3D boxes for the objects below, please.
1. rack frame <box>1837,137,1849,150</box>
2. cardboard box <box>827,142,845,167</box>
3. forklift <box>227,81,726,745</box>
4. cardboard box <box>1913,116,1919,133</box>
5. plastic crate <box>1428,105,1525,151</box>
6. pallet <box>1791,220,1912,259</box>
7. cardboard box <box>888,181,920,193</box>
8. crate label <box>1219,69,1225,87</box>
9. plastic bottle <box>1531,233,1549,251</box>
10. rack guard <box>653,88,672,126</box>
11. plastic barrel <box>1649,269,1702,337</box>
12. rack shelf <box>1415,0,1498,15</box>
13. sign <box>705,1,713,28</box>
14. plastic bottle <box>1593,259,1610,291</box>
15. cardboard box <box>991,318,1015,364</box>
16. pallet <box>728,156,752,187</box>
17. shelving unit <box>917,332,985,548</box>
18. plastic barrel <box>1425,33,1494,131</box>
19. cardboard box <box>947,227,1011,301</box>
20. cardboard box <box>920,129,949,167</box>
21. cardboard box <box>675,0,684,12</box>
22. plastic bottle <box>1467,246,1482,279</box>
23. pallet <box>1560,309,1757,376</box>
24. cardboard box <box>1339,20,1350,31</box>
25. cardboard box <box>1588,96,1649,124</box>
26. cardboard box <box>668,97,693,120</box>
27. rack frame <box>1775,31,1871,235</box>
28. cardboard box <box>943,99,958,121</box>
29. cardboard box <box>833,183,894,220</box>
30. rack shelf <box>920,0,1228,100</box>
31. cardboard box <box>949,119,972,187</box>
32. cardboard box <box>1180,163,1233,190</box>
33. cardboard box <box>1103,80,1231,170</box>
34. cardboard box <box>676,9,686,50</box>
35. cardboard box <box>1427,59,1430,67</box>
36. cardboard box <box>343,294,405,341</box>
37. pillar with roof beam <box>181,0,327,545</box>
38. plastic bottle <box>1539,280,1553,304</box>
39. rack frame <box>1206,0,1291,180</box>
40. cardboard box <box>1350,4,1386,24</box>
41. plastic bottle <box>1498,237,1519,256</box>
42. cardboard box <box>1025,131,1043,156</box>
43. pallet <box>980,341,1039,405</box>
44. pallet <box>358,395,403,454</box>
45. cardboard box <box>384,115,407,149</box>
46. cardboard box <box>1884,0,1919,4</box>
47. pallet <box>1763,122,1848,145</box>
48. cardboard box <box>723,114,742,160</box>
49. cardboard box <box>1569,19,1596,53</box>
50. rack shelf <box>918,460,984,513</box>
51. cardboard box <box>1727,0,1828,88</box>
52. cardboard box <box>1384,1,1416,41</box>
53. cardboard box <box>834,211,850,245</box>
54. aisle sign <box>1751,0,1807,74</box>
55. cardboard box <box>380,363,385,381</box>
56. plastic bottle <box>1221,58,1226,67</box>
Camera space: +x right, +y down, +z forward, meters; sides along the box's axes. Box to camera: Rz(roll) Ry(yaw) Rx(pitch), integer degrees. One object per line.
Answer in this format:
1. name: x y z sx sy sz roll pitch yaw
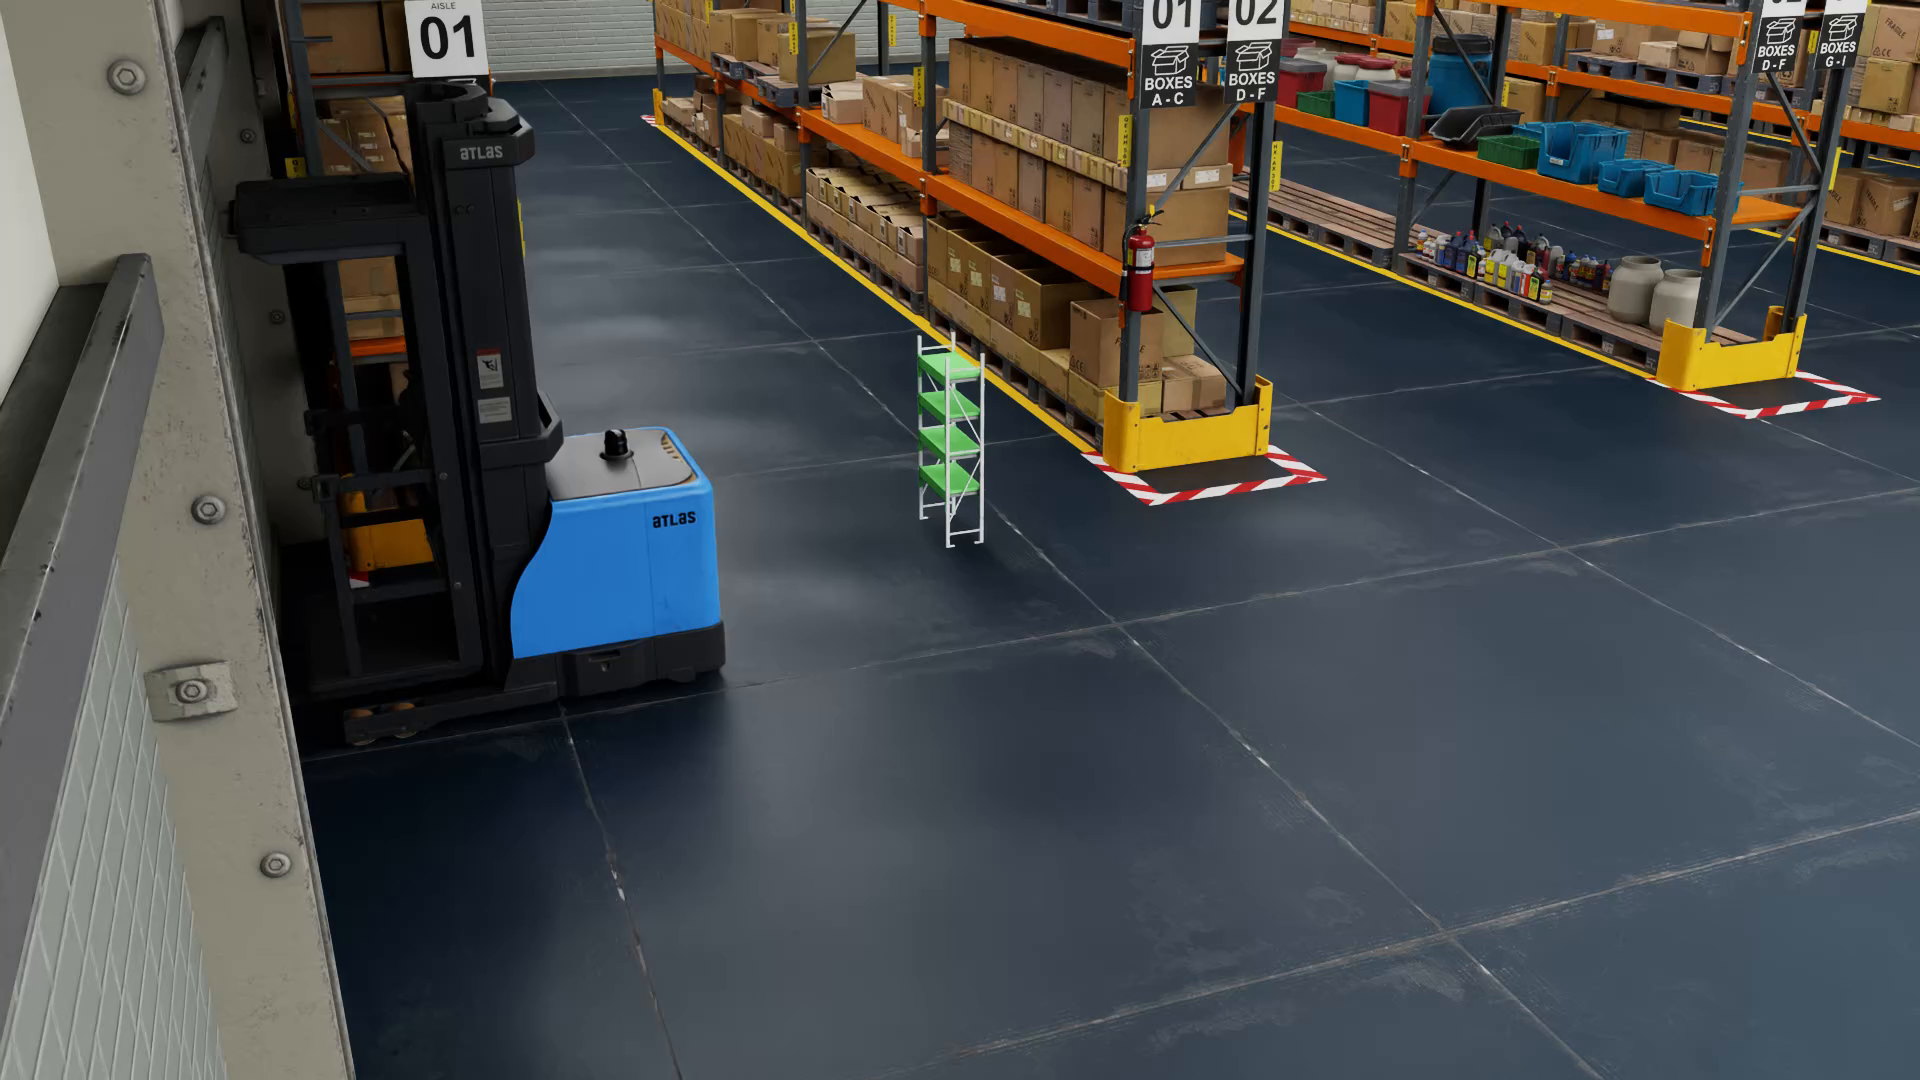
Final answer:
1. rack frame: 12.691 -6.891 22.737 1.000 3.000 0.127 -8 24 -19
2. cardboard box: -1.337 -4.334 19.322 0.500 0.500 0.500 -9 25 -21
3. forklift: -2.777 -0.604 7.909 3.031 2.935 1.130 -9 24 -20
4. cardboard box: 9.687 -4.107 16.457 0.380 0.149 0.250 -8 24 -19
5. plastic crate: 4.861 -3.878 15.668 0.767 0.338 0.504 -8 24 -19
6. pallet: 9.699 -3.269 17.735 1.003 0.211 1.213 -8 24 -19
7. cardboard box: -0.473 -3.546 17.078 0.500 0.311 0.500 -9 24 -19
8. crate label: 3.180 -5.286 19.144 0.303 0.233 0.416 -8 24 -19
9. plastic bottle: 5.474 -2.714 15.672 0.144 0.351 0.185 -8 24 -19
10. rack guard: -4.053 -6.616 25.304 1.175 0.500 0.348 -8 24 -19
11. plastic barrel: 5.904 -1.936 13.644 0.421 0.512 0.421 0 23 0
12. rack shelf: 4.088 -5.891 17.430 1.077 0.370 4.000 -8 24 -19
13. sign: -3.172 -6.664 21.084 0.100 0.325 0.005 -8 24 -19
14. plastic bottle: 5.796 -2.398 15.008 0.061 0.283 0.133 -8 24 -18
15. cardboard box: 0.565 -1.606 13.199 0.500 0.250 0.500 -8 24 -19
16. pallet: -2.344 -4.767 21.288 1.003 0.211 1.213 -8 24 -19
17. shelving unit: -0.058 -0.613 10.160 0.258 1.200 0.503 -8 24 -19
18. plastic barrel: 4.942 -4.527 16.483 0.600 0.901 0.708 -8 24 -19
19. cardboard box: 0.214 -2.316 13.916 0.500 0.500 0.500 -8 24 -19
20. cardboard box: -0.055 -3.539 14.978 0.500 0.250 0.500 -7 24 -16
21. cardboard box: -3.626 -7.549 22.883 0.500 0.500 0.500 -9 24 -19
22. plastic bottle: 4.778 -2.580 15.441 0.061 0.283 0.133 -7 24 -17
23. pallet: 5.855 -1.693 13.994 1.003 0.211 1.213 -8 24 -19
24. cardboard box: 6.006 -7.837 25.306 0.380 0.149 0.250 -9 24 -20
25. cardboard box: 8.280 -5.404 20.896 0.500 0.250 0.500 -7 24 -17
26. cardboard box: -3.977 -6.313 24.341 0.500 0.250 0.500 -8 24 -19
27. rack frame: 9.428 -4.793 17.761 1.000 3.000 0.127 -8 24 -19
28. cardboard box: 0.073 -3.656 14.099 0.380 0.149 0.250 -8 24 -19
29. cardboard box: -0.972 -3.468 16.893 0.500 0.311 0.500 -9 24 -20
30. rack shelf: 0.866 -3.760 12.372 1.077 0.370 4.000 -8 24 -19
31. cardboard box: 0.322 -3.321 14.139 0.700 0.500 0.500 -9 24 -20
32. cardboard box: 1.635 -2.499 11.354 0.380 0.149 0.250 -9 24 -19
33. cardboard box: 1.401 -2.817 11.272 0.700 0.500 0.500 -8 24 -19
34. cardboard box: -3.633 -7.093 23.088 0.500 0.500 0.500 -8 24 -18
35. cardboard box: 7.163 -6.360 23.673 1.225 0.875 0.875 -9 25 -21
36. cardboard box: -3.407 -1.384 9.840 0.500 0.250 0.500 -8 24 -18
37. pillar with roof beam: -0.090 -4.792 10.033 9.100 9.000 0.400 -8 24 -19
38. plastic bottle: 5.149 -2.181 14.599 0.097 0.201 0.097 0 23 0
39. rack frame: 3.382 -5.567 19.597 1.000 3.000 0.127 -8 24 -19
40. cardboard box: 6.201 -7.893 24.924 0.500 0.250 0.500 -9 24 -20
41. plastic bottle: 5.230 -2.768 15.895 0.152 0.276 0.135 -8 24 -19
42. cardboard box: 0.709 -3.003 12.549 0.380 0.149 0.250 -9 24 -20
43. pallet: 0.836 -1.412 13.328 1.003 0.211 1.213 -8 24 -19
44. pallet: -3.769 -0.786 11.844 1.003 0.211 1.213 -8 24 -19
45. cardboard box: -4.017 -2.911 12.496 0.500 0.500 0.500 -8 24 -19
46. cardboard box: 9.845 -5.312 17.191 0.500 0.500 0.500 -8 24 -19
47. pallet: 12.416 -5.890 23.952 1.003 0.211 1.213 -8 24 -19
48. cardboard box: -2.724 -5.184 21.339 0.500 0.500 0.500 -9 25 -21
49. cardboard box: 8.098 -6.507 21.697 0.500 0.500 0.500 -8 24 -17
50. rack shelf: -0.058 -0.333 10.278 0.258 0.148 0.480 -8 24 -19
51. cardboard box: 9.279 -5.571 18.293 1.000 1.000 1.000 -8 24 -19
52. cardboard box: 6.531 -7.545 24.160 0.500 0.500 0.500 -8 24 -19
53. cardboard box: -0.976 -3.214 17.014 0.500 0.250 0.500 -9 24 -20
54. aisle sign: 5.955 -3.791 12.036 0.394 0.787 0.004 -8 24 -19
55. cardboard box: -4.070 -1.434 12.442 0.500 0.500 0.500 -10 25 -23
56. plastic bottle: 3.258 -5.822 20.456 0.097 0.201 0.097 0 23 0
